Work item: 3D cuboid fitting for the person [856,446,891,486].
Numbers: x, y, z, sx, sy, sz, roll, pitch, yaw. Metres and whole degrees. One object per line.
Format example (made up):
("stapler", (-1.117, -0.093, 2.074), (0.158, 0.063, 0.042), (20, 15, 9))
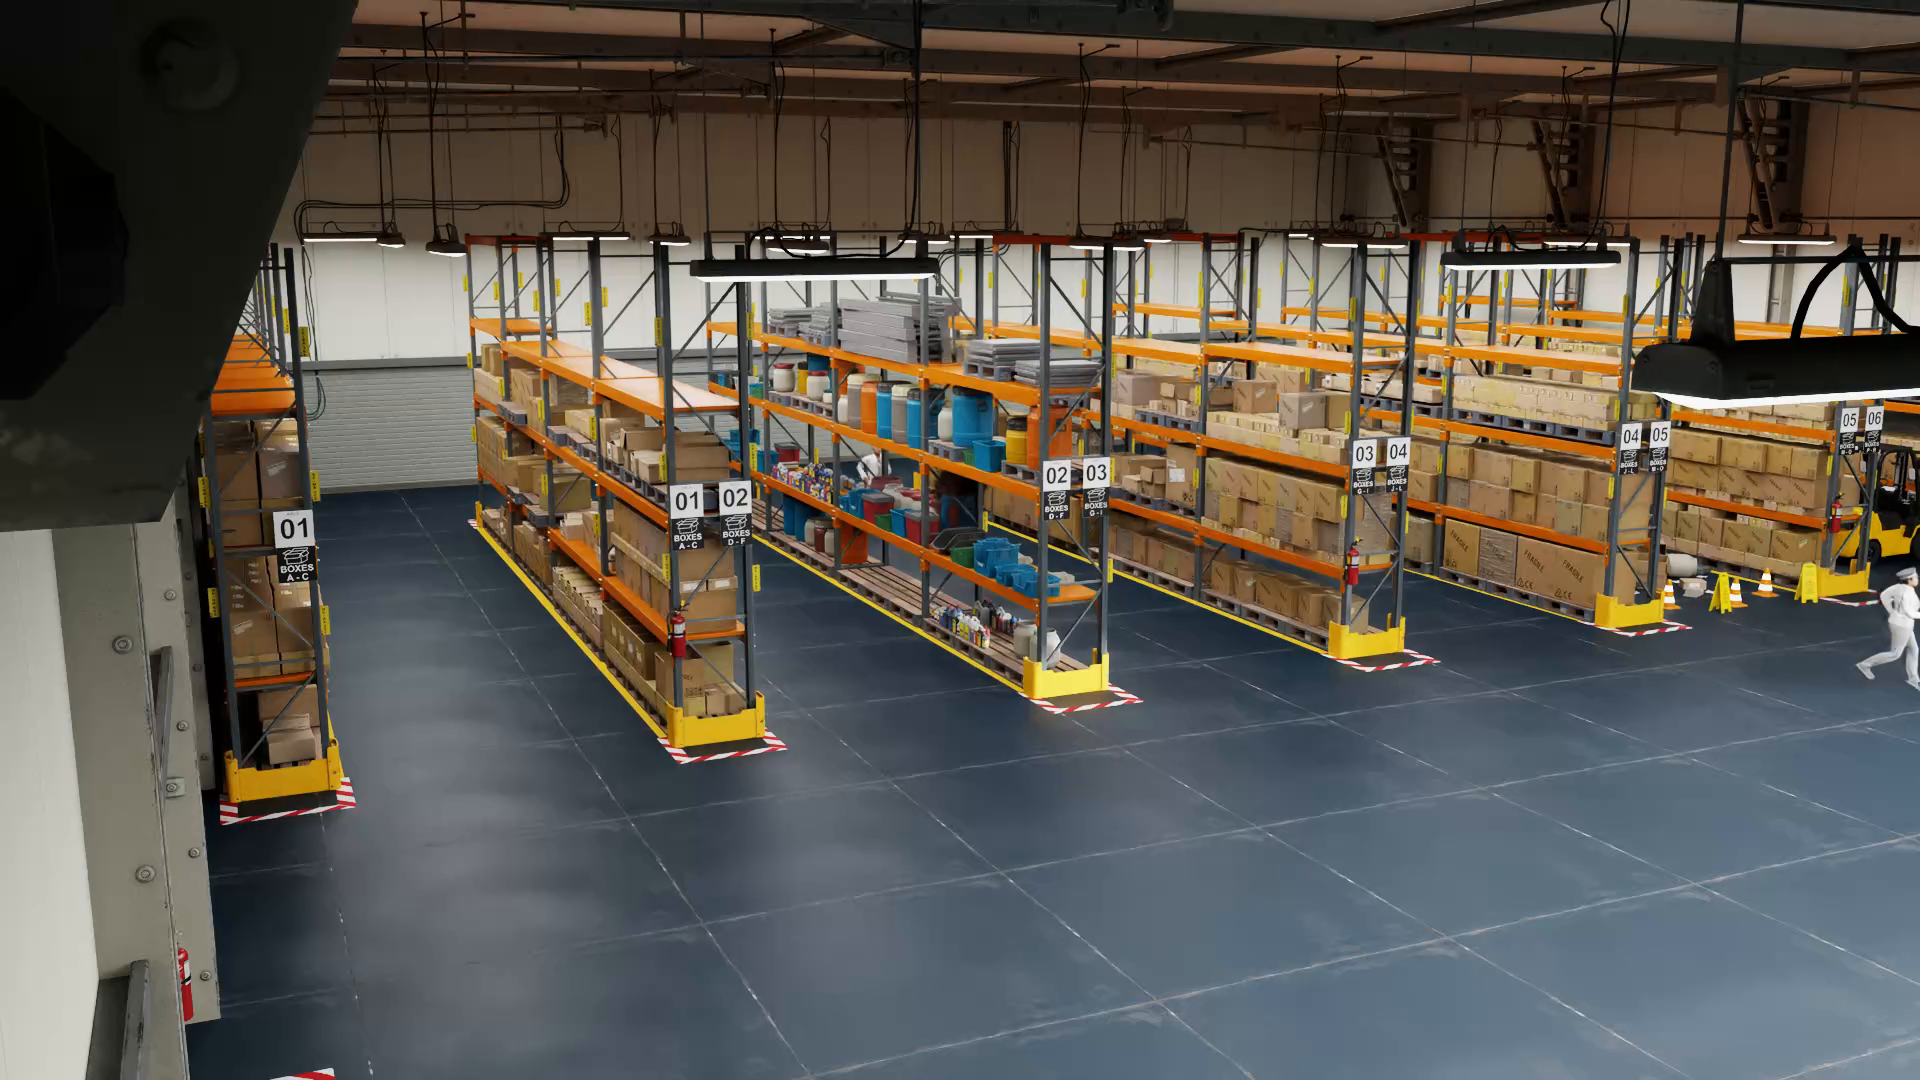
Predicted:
("person", (-1.732, -1.131, 34.347), (0.735, 1.758, 0.922), (-7, 13, -32))

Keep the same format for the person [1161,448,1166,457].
("person", (5.274, -2.474, 41.362), (0.713, 1.750, 0.642), (-10, 15, -42))

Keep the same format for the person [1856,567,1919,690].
("person", (12.728, 1.205, 22.584), (0.896, 1.737, 0.647), (3, 11, 17))
